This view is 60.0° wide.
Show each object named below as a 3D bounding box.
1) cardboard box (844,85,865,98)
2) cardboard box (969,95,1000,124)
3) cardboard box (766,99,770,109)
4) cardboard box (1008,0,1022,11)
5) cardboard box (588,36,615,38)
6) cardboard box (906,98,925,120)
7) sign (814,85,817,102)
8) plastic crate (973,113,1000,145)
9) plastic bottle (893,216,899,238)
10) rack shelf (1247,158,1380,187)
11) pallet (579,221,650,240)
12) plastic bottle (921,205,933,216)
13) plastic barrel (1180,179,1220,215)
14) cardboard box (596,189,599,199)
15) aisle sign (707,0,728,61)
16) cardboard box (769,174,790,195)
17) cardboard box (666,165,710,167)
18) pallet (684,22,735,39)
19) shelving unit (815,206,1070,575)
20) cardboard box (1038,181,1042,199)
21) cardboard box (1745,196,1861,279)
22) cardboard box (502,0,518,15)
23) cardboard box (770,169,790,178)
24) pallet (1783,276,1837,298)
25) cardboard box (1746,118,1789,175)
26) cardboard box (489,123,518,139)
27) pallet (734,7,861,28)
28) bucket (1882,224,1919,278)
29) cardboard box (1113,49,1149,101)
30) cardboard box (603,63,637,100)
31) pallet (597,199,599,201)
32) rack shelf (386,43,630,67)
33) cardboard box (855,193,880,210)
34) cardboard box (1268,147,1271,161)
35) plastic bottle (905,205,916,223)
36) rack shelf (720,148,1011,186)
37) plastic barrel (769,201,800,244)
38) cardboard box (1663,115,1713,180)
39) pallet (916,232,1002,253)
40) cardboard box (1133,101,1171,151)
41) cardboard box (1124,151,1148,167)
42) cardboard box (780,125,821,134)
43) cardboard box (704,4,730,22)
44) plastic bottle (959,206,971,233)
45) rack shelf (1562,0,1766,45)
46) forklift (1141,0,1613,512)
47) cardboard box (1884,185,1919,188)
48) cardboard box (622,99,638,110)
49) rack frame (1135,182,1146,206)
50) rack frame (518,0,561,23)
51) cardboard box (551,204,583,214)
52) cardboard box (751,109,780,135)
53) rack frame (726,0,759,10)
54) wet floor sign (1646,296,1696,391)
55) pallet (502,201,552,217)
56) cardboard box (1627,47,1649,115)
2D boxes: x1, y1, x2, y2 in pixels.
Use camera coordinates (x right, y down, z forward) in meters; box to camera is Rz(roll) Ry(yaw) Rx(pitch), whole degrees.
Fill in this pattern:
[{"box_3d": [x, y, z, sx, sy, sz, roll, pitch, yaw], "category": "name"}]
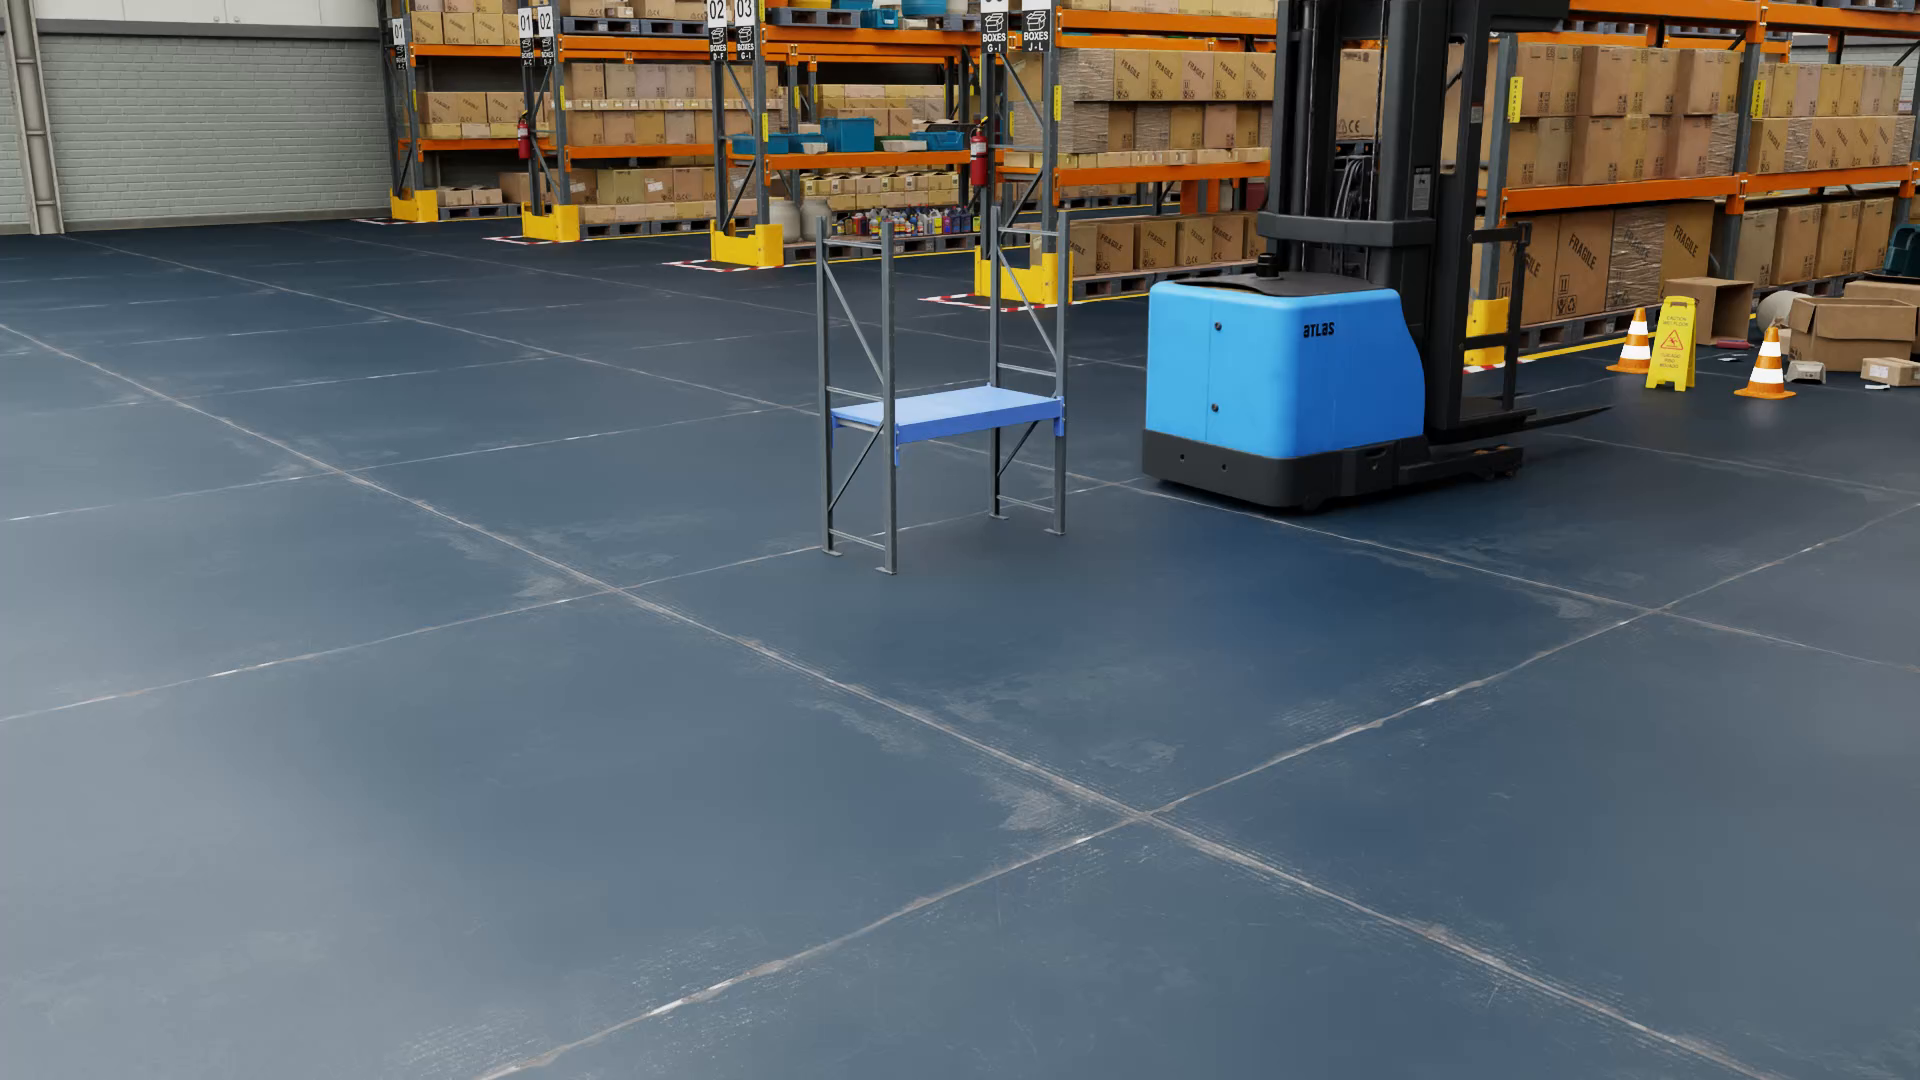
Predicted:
[{"box_3d": [-2.220, -8.835, 32.753, 0.500, 0.250, 0.500, -13, 20, -40], "category": "cardboard box"}, {"box_3d": [0.519, -7.570, 29.268, 0.700, 0.500, 0.500, 8, 17, 28], "category": "cardboard box"}, {"box_3d": [-3.152, -6.745, 25.737, 0.250, 0.149, 0.380, -13, 20, -41], "category": "cardboard box"}, {"box_3d": [0.780, -5.413, 16.681, 0.500, 0.250, 0.500, -12, 19, -38], "category": "cardboard box"}, {"box_3d": [-6.375, -8.849, 29.020, 0.500, 0.500, 0.500, -12, 19, -38], "category": "cardboard box"}, {"box_3d": [-1.065, -8.734, 33.825, 0.500, 0.500, 0.500, -13, 19, -39], "category": "cardboard box"}, {"box_3d": [-2.773, -8.571, 31.933, 0.005, 0.325, 0.100, -13, 19, -39], "category": "sign"}, {"box_3d": [0.514, -5.720, 23.226, 0.583, 0.464, 0.402, -13, 19, -39], "category": "plastic crate"}, {"box_3d": [-0.838, -4.068, 21.603, 0.097, 0.271, 0.097, 0, 15, 0], "category": "plastic bottle"}, {"box_3d": [5.109, -4.574, 20.456, 4.000, 0.370, 1.077, -13, 19, -39], "category": "rack shelf"}, {"box_3d": [-5.368, -4.625, 24.656, 1.213, 0.211, 1.003, -13, 19, -39], "category": "pallet"}, {"box_3d": [-0.438, -4.396, 22.675, 0.185, 0.351, 0.144, -13, 19, -39], "category": "plastic bottle"}, {"box_3d": [3.724, -5.465, 25.790, 0.708, 0.830, 0.600, -13, 19, -39], "category": "plastic barrel"}, {"box_3d": [-6.538, -6.223, 29.873, 0.380, 0.166, 0.250, 13, 20, 40], "category": "cardboard box"}, {"box_3d": [-2.918, -6.171, 20.003, 0.004, 0.787, 0.394, -13, 19, -39], "category": "aisle sign"}, {"box_3d": [-2.782, -5.782, 27.011, 0.500, 0.311, 0.500, -13, 19, -39], "category": "cardboard box"}, {"box_3d": [-4.209, -5.562, 25.821, 0.500, 0.500, 0.500, -13, 19, -39], "category": "cardboard box"}, {"box_3d": [-3.526, -7.769, 25.382, 1.213, 0.211, 1.003, -13, 19, -39], "category": "pallet"}, {"box_3d": [-0.064, -0.710, 7.502, 1.048, 1.500, 0.538, -13, 19, -39], "category": "shelving unit"}, {"box_3d": [1.422, -6.390, 29.851, 0.500, 0.500, 0.500, -13, 20, -40], "category": "cardboard box"}, {"box_3d": [8.622, -3.159, 17.311, 0.750, 0.750, 1.050, -12, 19, -39], "category": "cardboard box"}, {"box_3d": [-7.843, -9.170, 28.285, 0.500, 0.500, 0.500, -13, 20, -39], "category": "cardboard box"}, {"box_3d": [-3.646, -7.026, 32.233, 0.500, 0.500, 0.700, -12, 19, -39], "category": "cardboard box"}, {"box_3d": [8.233, -2.606, 17.098, 1.213, 0.211, 1.003, -13, 19, -39], "category": "pallet"}, {"box_3d": [7.353, -3.685, 15.540, 0.500, 0.500, 0.500, -12, 19, -39], "category": "cardboard box"}, {"box_3d": [-7.825, -6.932, 28.142, 0.500, 0.250, 0.500, -13, 20, -40], "category": "cardboard box"}, {"box_3d": [-1.980, -6.349, 20.258, 1.213, 0.211, 1.003, -13, 19, -39], "category": "pallet"}, {"box_3d": [8.191, -2.281, 13.875, 0.620, 0.611, 0.726, 5, 12, -23], "category": "bucket"}, {"box_3d": [1.558, -4.704, 16.840, 0.500, 0.500, 0.500, -13, 19, -39], "category": "cardboard box"}, {"box_3d": [-5.123, -6.685, 24.258, 0.500, 0.500, 0.700, -13, 20, -41], "category": "cardboard box"}, {"box_3d": [-6.638, -6.008, 29.833, 1.213, 0.211, 1.003, -13, 19, -39], "category": "pallet"}, {"box_3d": [-7.663, -8.239, 28.362, 4.000, 0.370, 1.077, -13, 19, -39], "category": "rack shelf"}, {"box_3d": [-1.657, -5.581, 27.347, 0.500, 0.250, 0.500, -13, 20, -41], "category": "cardboard box"}, {"box_3d": [3.436, -4.327, 18.625, 0.250, 0.149, 0.380, -13, 19, -39], "category": "cardboard box"}, {"box_3d": [-0.675, -4.392, 22.660, 0.185, 0.351, 0.144, -14, 20, -42], "category": "plastic bottle"}, {"box_3d": [-1.160, -4.861, 21.529, 4.000, 0.370, 1.077, -13, 19, -39], "category": "rack shelf"}, {"box_3d": [-2.222, -3.997, 20.908, 0.421, 0.512, 0.421, 0, 15, 0], "category": "plastic barrel"}, {"box_3d": [6.110, -3.510, 14.788, 0.550, 0.550, 0.875, -13, 19, -39], "category": "cardboard box"}, {"box_3d": [-0.185, -4.094, 22.669, 1.213, 0.211, 1.003, -13, 19, -39], "category": "pallet"}, {"box_3d": [1.720, -4.369, 17.526, 0.500, 0.500, 0.875, -13, 19, -39], "category": "cardboard box"}, {"box_3d": [1.722, -3.951, 17.217, 0.250, 0.149, 0.380, -13, 19, -39], "category": "cardboard box"}, {"box_3d": [-2.557, -6.532, 26.681, 0.500, 0.250, 0.500, -11, 19, -36], "category": "cardboard box"}, {"box_3d": [-3.860, -8.063, 25.400, 0.500, 0.311, 0.500, -14, 20, -42], "category": "cardboard box"}, {"box_3d": [0.052, -4.315, 22.371, 0.185, 0.351, 0.144, -13, 20, -41], "category": "plastic bottle"}, {"box_3d": [5.271, -4.363, 13.853, 4.000, 0.370, 1.077, -13, 19, -39], "category": "rack shelf"}, {"box_3d": [2.453, -1.834, 8.935, 3.031, 2.935, 1.130, -11, 18, -35], "category": "forklift"}, {"box_3d": [11.297, -4.063, 19.725, 0.500, 0.250, 0.500, -12, 19, -37], "category": "cardboard box"}, {"box_3d": [-4.901, -6.350, 24.261, 0.250, 0.149, 0.380, -13, 20, -40], "category": "cardboard box"}, {"box_3d": [3.135, -7.867, 31.391, 0.127, 3.000, 1.000, -13, 19, -39], "category": "rack frame"}, {"box_3d": [-5.917, -8.733, 23.006, 0.127, 3.000, 1.000, -13, 19, -39], "category": "rack frame"}, {"box_3d": [-5.707, -4.857, 24.636, 0.500, 0.250, 0.500, -13, 19, -39], "category": "cardboard box"}, {"box_3d": [-3.230, -6.484, 26.018, 0.500, 0.500, 0.700, -13, 20, -41], "category": "cardboard box"}, {"box_3d": [-2.668, -7.768, 19.394, 0.127, 3.000, 1.000, -13, 19, -39], "category": "rack frame"}, {"box_3d": [5.040, -1.395, 11.721, 0.267, 0.644, 0.232, 12, 19, 37], "category": "wet floor sign"}, {"box_3d": [-7.558, -5.800, 29.055, 1.213, 0.211, 1.003, -13, 19, -39], "category": "pallet"}, {"box_3d": [5.248, -3.867, 14.030, 0.500, 0.550, 0.875, -13, 19, -39], "category": "cardboard box"}]
